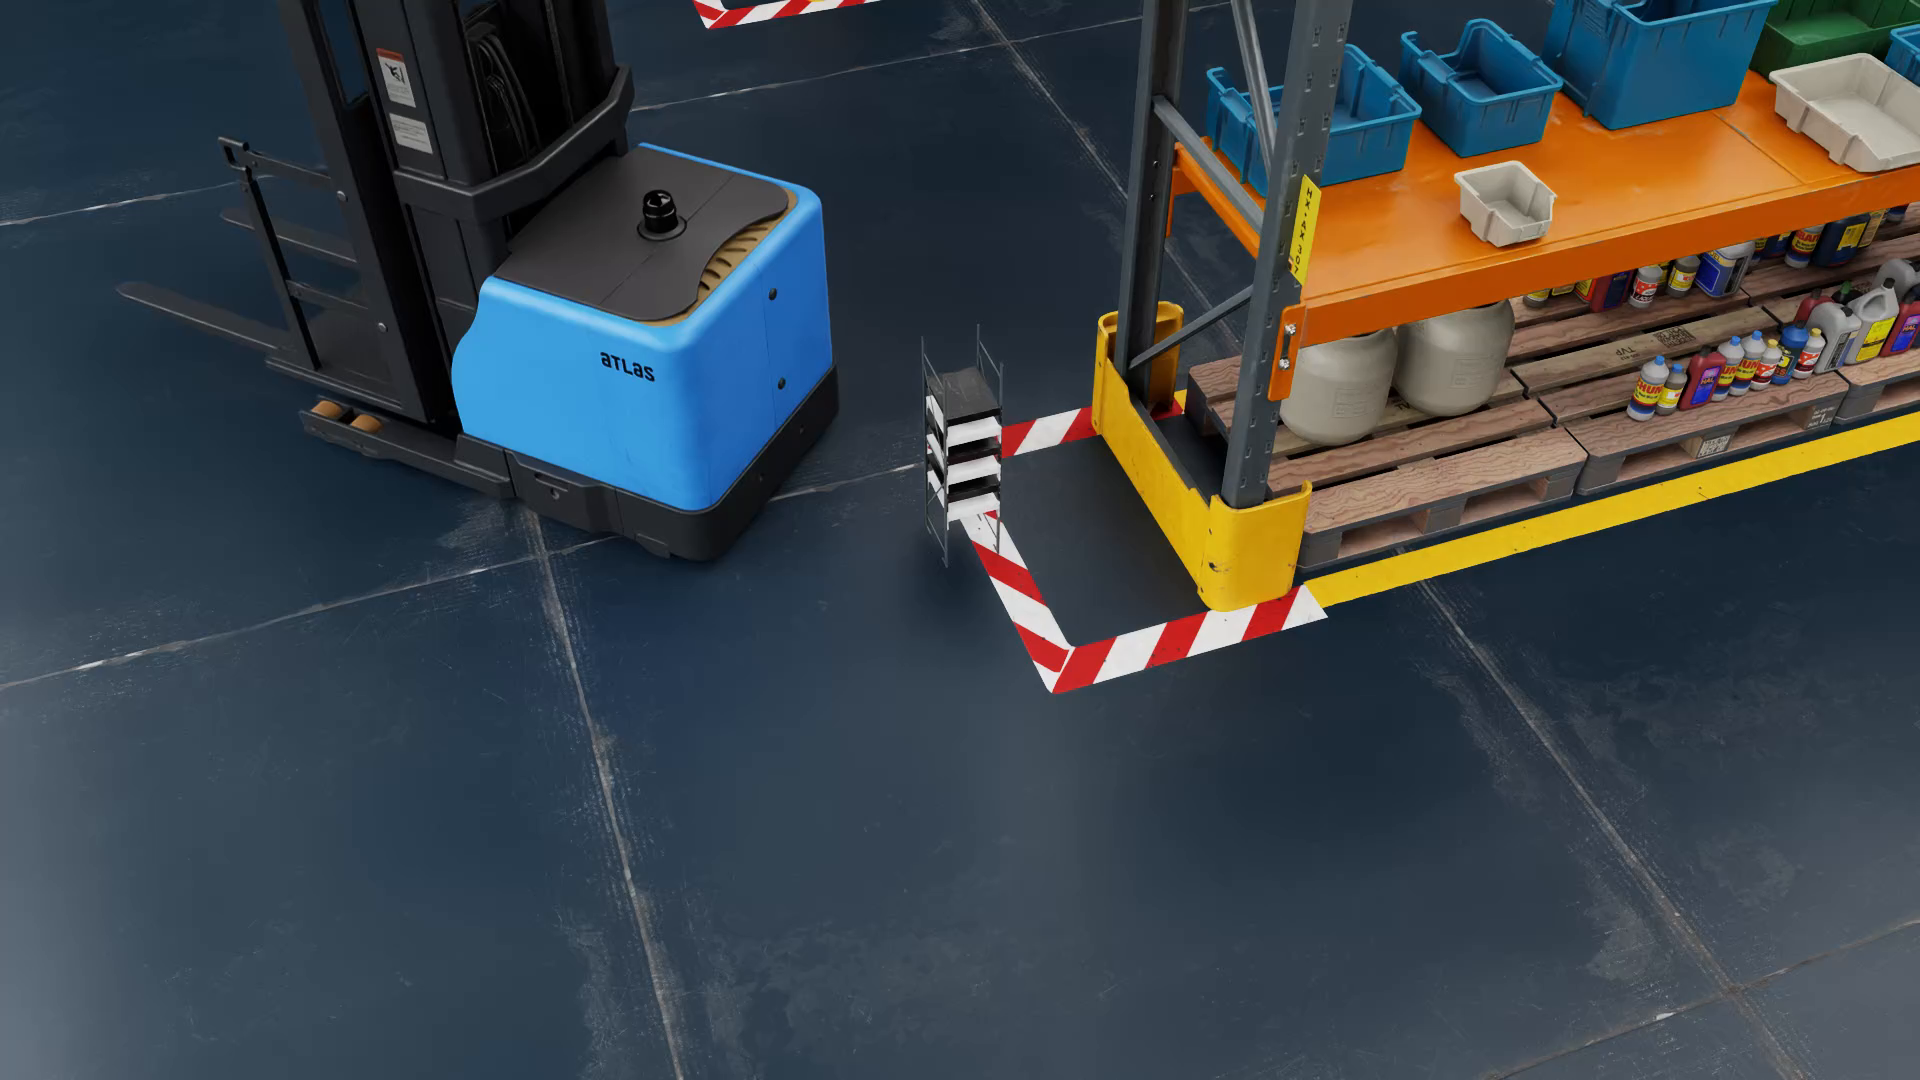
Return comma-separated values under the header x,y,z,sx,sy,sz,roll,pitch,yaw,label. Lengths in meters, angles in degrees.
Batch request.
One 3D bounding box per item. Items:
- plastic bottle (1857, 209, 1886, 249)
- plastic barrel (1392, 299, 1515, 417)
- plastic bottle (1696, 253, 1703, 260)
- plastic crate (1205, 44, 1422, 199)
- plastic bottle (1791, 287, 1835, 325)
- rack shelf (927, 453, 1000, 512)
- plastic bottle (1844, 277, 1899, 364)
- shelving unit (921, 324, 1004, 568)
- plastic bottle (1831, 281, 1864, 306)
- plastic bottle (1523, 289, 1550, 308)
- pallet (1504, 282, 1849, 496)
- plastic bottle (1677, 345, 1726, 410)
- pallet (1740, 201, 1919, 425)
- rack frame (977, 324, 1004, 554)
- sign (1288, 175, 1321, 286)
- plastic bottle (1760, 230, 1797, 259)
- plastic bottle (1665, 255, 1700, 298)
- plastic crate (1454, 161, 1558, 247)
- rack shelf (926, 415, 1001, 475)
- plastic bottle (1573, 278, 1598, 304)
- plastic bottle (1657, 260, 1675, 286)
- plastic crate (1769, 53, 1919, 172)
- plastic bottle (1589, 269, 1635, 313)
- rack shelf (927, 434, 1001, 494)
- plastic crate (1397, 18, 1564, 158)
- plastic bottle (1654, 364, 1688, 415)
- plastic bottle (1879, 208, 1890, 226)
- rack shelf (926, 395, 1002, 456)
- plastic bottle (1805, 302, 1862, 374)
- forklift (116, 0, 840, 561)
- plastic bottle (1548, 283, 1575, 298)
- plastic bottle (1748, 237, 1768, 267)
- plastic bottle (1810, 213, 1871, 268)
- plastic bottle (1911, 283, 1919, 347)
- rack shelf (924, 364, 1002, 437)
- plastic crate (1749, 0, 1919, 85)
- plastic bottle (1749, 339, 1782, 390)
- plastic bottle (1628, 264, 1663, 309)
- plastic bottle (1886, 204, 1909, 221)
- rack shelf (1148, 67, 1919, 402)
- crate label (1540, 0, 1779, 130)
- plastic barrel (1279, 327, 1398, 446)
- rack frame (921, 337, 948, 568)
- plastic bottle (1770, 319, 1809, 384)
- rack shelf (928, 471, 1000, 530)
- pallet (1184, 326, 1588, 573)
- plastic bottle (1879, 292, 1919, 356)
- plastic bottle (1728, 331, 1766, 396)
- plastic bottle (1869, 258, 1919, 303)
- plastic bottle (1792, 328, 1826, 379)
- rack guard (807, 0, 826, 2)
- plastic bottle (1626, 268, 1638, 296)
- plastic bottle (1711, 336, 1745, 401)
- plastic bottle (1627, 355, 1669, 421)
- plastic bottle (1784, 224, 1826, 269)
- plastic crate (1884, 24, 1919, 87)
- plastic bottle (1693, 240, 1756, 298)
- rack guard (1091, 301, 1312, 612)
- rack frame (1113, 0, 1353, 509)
x,y,z,sx,sy,sz,roll,pitch,yaw,label
3.872,-1.374,7.109,0.133,0.283,0.061,-14,47,-14,plastic bottle
1.881,-0.767,6.356,0.421,0.512,0.421,0,45,0,plastic barrel
3.102,-1.284,6.971,0.185,0.351,0.144,-15,47,-14,plastic bottle
1.186,-1.434,5.667,0.616,0.251,0.499,-14,47,-14,plastic crate
3.396,-0.889,6.625,0.133,0.283,0.061,-14,47,-14,plastic bottle
0.008,-0.233,6.021,0.200,0.077,0.258,-14,47,-14,rack shelf
3.587,-0.878,6.567,0.185,0.351,0.144,-15,47,-14,plastic bottle
0.007,-0.320,5.933,0.210,0.900,0.258,-14,47,-14,shelving unit
3.528,-0.917,6.653,0.133,0.283,0.061,-14,47,-14,plastic bottle
2.395,-1.068,6.862,0.097,0.201,0.097,0,45,0,plastic bottle
2.784,-0.715,6.813,1.213,0.211,1.003,-14,47,-14,pallet
2.847,-0.634,6.371,0.133,0.283,0.061,-14,47,-13,plastic bottle
3.933,-1.011,7.108,1.213,0.211,1.003,-14,47,-14,pallet
0.103,-0.344,5.957,0.006,0.900,0.240,-14,47,-14,rack frame
0.999,-0.897,4.831,0.005,0.325,0.100,-14,47,-14,sign
3.501,-1.386,7.073,0.185,0.351,0.144,-16,47,-16,plastic bottle
3.009,-1.116,6.910,0.097,0.201,0.097,0,45,0,plastic bottle
1.768,-1.075,5.389,0.250,0.136,0.298,-14,47,-14,plastic crate
0.007,-0.360,5.893,0.200,0.077,0.258,-14,47,-14,rack shelf
2.642,-1.137,6.878,0.135,0.276,0.152,-14,47,-14,plastic bottle
2.927,-1.239,6.927,0.185,0.351,0.144,-13,46,-12,plastic bottle
3.138,-1.477,5.790,0.437,0.136,0.530,-14,47,-14,plastic crate
2.678,-1.069,6.804,0.133,0.283,0.061,-14,47,-14,plastic bottle
0.007,-0.296,5.957,0.200,0.077,0.258,-14,47,-14,rack shelf
1.799,-1.586,5.818,0.408,0.251,0.499,-14,47,-14,plastic crate
2.725,-0.588,6.383,0.097,0.201,0.097,0,45,0,plastic bottle
4.035,-1.487,7.280,0.097,0.201,0.097,0,45,0,plastic bottle
0.007,-0.423,5.829,0.200,0.077,0.258,-14,47,-14,rack shelf
3.433,-0.815,6.557,0.135,0.276,0.152,-14,47,-13,plastic bottle
-2.041,-1.681,5.856,3.031,2.935,1.130,19,48,18,forklift
2.499,-1.137,6.873,0.133,0.283,0.061,-13,47,-13,plastic bottle
3.376,-1.298,7.041,0.097,0.271,0.097,0,45,0,plastic bottle
3.728,-1.335,7.023,0.185,0.351,0.144,-14,47,-14,plastic bottle
3.891,-0.956,6.645,0.185,0.351,0.144,-17,47,-16,plastic bottle
0.007,-0.487,5.765,0.200,0.077,0.258,-14,47,-14,rack shelf
3.206,-1.916,6.191,0.662,0.188,0.450,-14,47,-14,plastic crate
3.138,-0.693,6.488,0.097,0.201,0.097,0,45,0,plastic bottle
2.832,-1.065,6.859,0.097,0.201,0.097,0,45,0,plastic bottle
4.131,-1.536,7.279,0.097,0.271,0.097,0,45,0,plastic bottle
2.698,-1.394,6.029,4.000,0.370,1.077,-14,47,-14,rack shelf
2.456,-1.802,5.903,0.616,0.435,0.502,-14,47,-14,crate label
1.410,-0.646,6.236,0.421,0.512,0.421,0,45,0,plastic barrel
-0.088,-0.295,5.909,0.006,0.900,0.240,-14,47,-14,rack frame
3.235,-0.743,6.488,0.097,0.271,0.097,0,45,0,plastic bottle
0.008,-0.169,6.084,0.200,0.077,0.258,-14,47,-14,rack shelf
1.638,-0.424,6.523,1.213,0.211,1.003,-14,47,-14,pallet
3.752,-0.865,6.602,0.133,0.283,0.061,-11,46,-11,plastic bottle
3.044,-0.694,6.440,0.097,0.271,0.097,0,45,0,plastic bottle
3.817,-1.022,6.763,0.135,0.276,0.152,-14,47,-14,plastic bottle
3.331,-0.743,6.537,0.097,0.201,0.097,0,45,0,plastic bottle
-0.884,-3.580,9.465,0.348,0.500,1.175,-14,47,-14,rack guard
2.772,-1.170,6.911,0.135,0.276,0.152,-16,47,-15,plastic bottle
2.950,-0.670,6.416,0.097,0.271,0.097,0,45,0,plastic bottle
2.628,-0.587,6.333,0.097,0.271,0.097,0,45,0,plastic bottle
3.584,-1.288,7.032,0.097,0.271,0.097,0,45,0,plastic bottle
3.630,-1.629,5.861,0.616,0.251,0.499,-14,47,-14,plastic crate
3.176,-1.165,6.905,0.135,0.276,0.152,-14,47,-14,plastic bottle
0.872,-0.334,6.230,0.348,0.500,1.175,-14,47,-14,rack guard
0.817,-1.167,5.295,0.127,3.000,1.000,-14,47,-14,rack frame
